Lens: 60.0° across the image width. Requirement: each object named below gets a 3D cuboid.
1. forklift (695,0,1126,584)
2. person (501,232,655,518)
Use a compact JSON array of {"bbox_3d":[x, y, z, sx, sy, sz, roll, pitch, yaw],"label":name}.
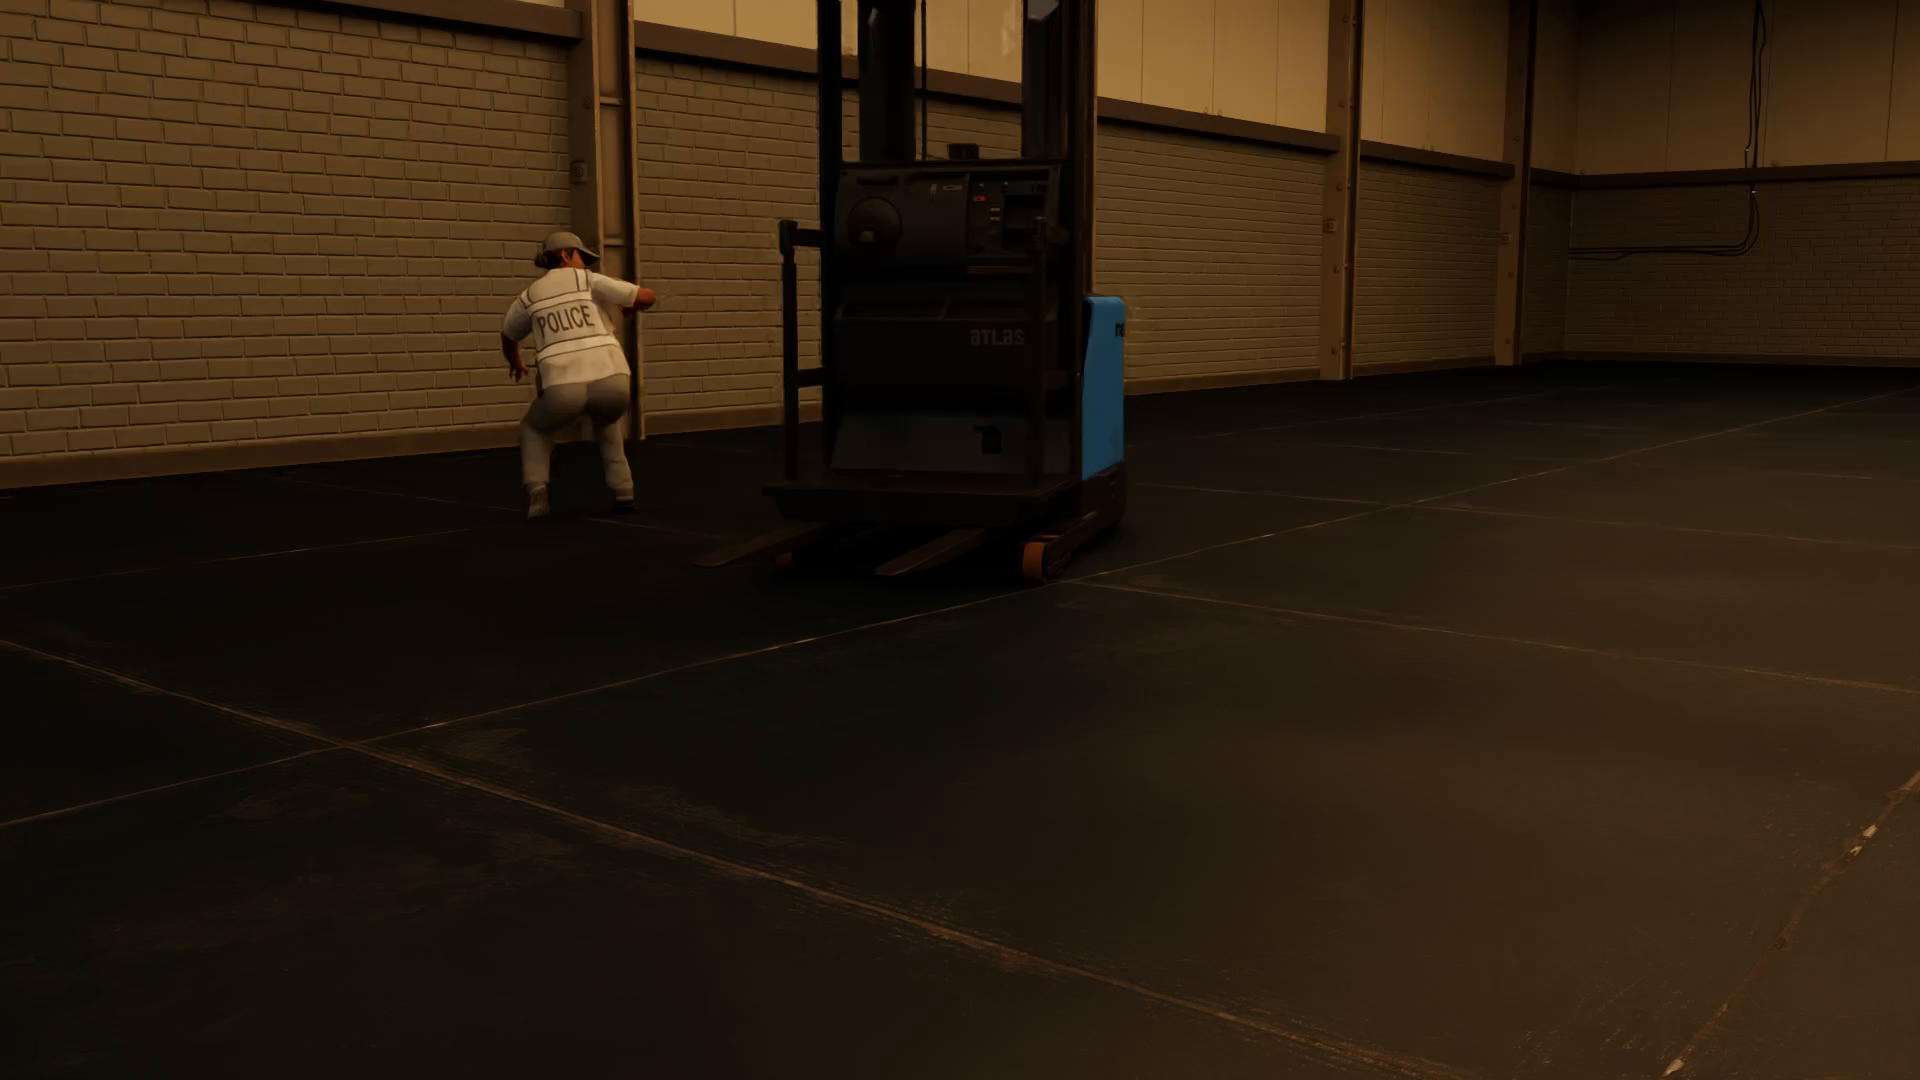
[{"bbox_3d":[-0.111,-1.346,6.480,1.130,2.935,3.031,2,9,16],"label":"forklift"},{"bbox_3d":[-1.894,-0.814,8.267,0.739,1.414,0.910,-2,9,-15],"label":"person"}]
